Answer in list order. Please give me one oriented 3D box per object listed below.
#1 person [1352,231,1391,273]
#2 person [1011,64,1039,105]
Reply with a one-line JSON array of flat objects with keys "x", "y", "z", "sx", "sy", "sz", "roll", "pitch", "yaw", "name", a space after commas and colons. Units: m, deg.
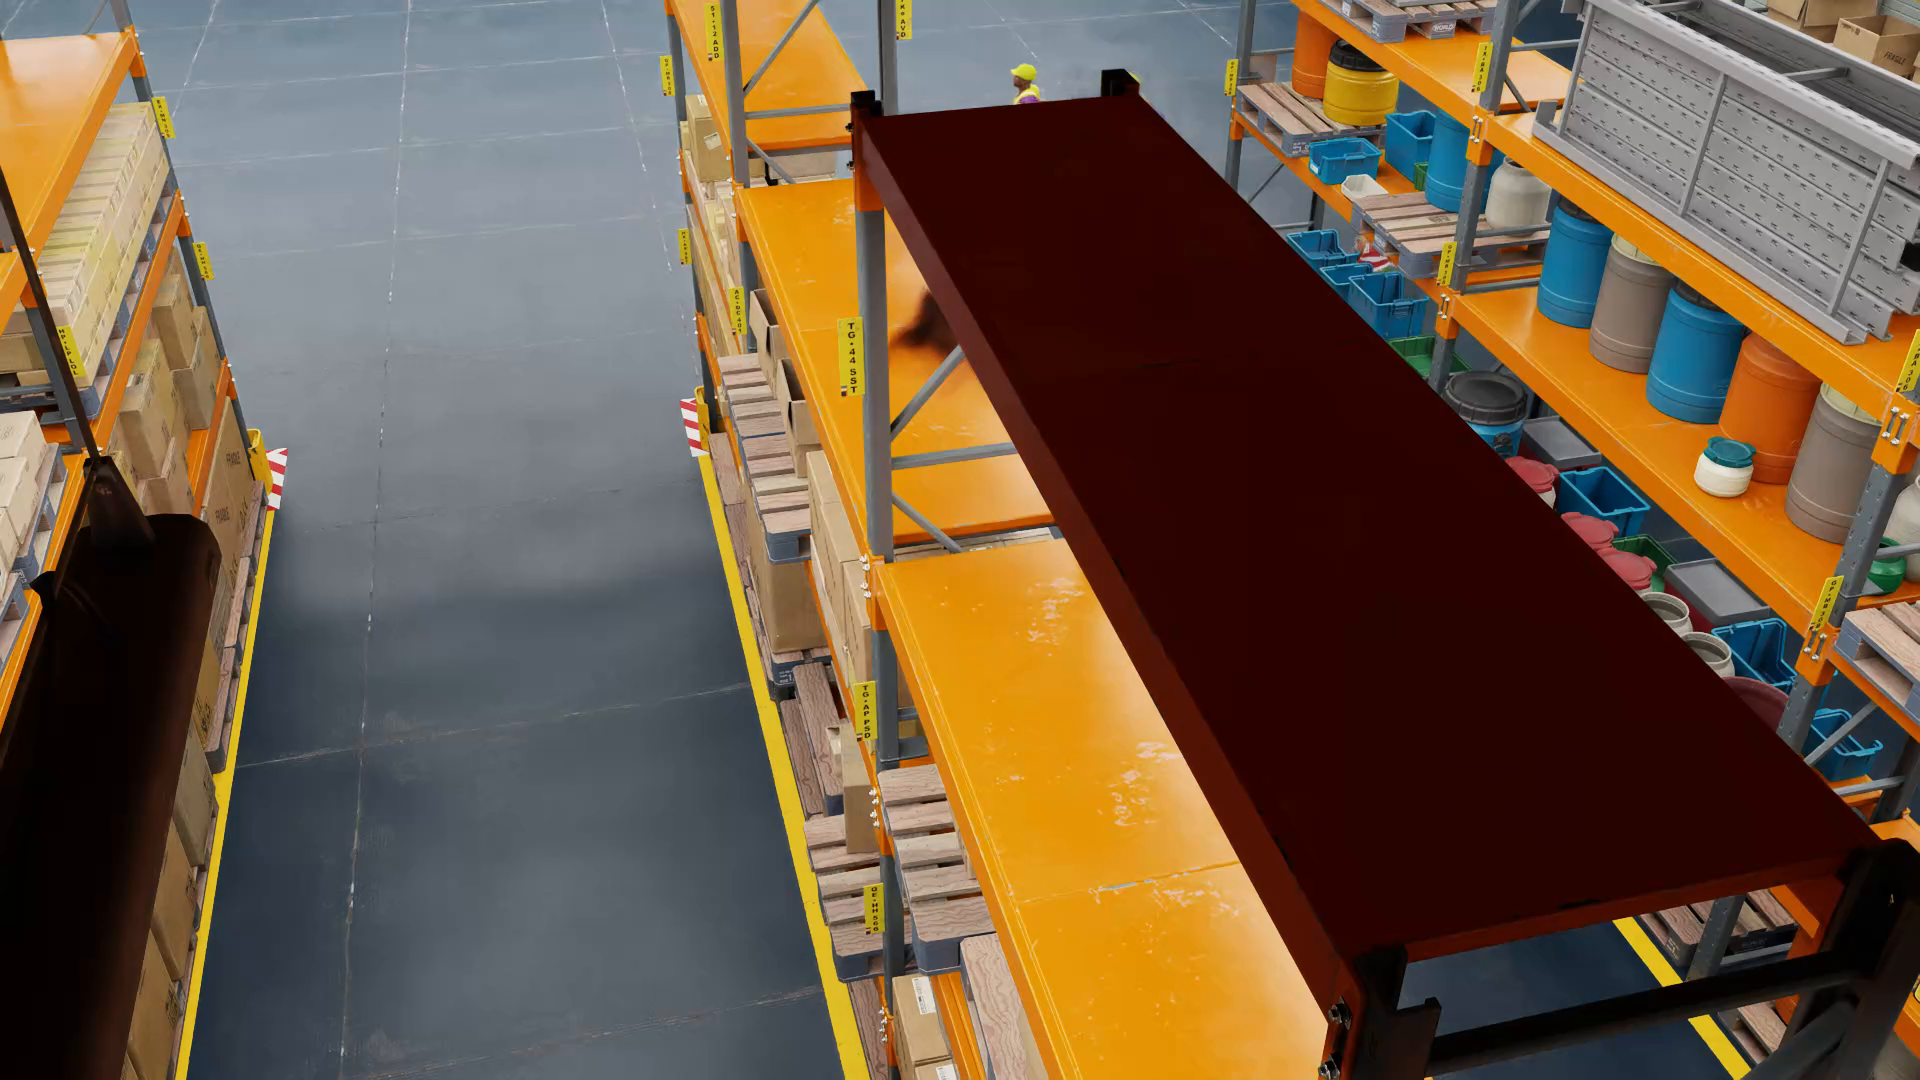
[{"x": 4.089, "y": -2.710, "z": 16.503, "sx": 0.706, "sy": 1.777, "sz": 0.812, "roll": -23, "pitch": 40, "yaw": -29, "name": "person"}, {"x": 0.710, "y": -4.691, "z": 19.392, "sx": 0.624, "sy": 1.737, "sz": 0.696, "roll": 8, "pitch": 35, "yaw": 11, "name": "person"}]
